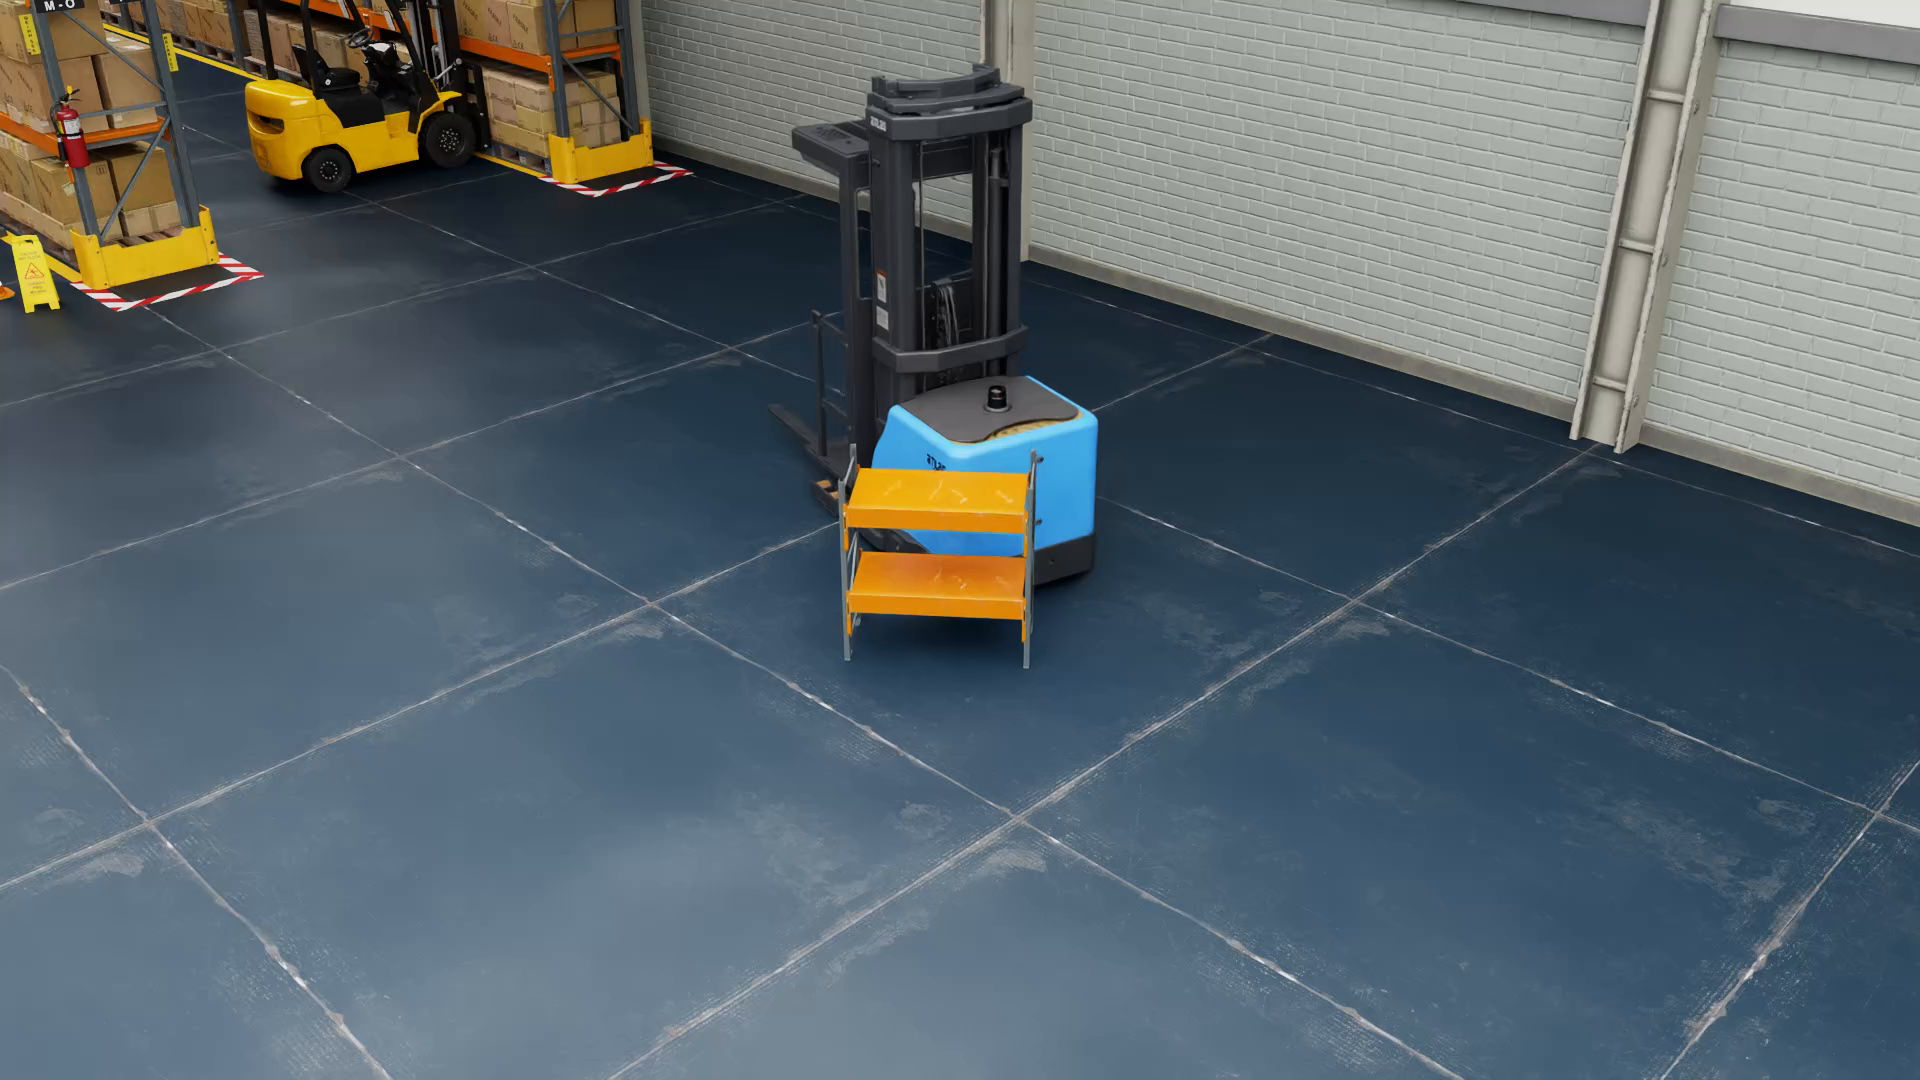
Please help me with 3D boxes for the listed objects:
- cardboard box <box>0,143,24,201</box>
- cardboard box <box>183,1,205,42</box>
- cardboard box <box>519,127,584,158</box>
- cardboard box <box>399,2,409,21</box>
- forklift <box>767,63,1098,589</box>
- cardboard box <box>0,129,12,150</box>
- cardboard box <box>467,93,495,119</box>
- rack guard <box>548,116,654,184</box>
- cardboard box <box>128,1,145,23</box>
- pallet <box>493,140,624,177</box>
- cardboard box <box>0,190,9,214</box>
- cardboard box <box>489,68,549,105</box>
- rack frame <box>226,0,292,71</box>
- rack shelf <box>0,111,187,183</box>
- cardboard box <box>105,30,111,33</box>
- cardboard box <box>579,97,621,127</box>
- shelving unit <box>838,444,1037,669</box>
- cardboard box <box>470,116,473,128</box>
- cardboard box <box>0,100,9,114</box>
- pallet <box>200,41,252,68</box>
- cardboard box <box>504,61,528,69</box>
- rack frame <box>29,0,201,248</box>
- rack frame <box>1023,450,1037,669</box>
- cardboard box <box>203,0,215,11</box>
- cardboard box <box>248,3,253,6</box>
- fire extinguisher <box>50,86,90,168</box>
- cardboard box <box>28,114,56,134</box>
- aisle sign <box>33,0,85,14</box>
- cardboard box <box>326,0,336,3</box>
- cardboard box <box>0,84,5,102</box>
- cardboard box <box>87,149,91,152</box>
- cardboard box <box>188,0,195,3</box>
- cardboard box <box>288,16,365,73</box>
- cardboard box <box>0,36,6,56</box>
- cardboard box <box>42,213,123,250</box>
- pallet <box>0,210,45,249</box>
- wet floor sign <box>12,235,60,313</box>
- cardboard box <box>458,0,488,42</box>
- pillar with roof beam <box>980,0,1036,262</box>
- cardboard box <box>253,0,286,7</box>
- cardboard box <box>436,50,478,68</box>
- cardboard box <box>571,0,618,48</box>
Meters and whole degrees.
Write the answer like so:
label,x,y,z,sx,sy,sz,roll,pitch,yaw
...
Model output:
label,x,y,z,sx,sy,sz,roll,pitch,yaw
cardboard box,-8.950,-3.614,16.091,0.500,0.500,0.500,24,36,37
cardboard box,-10.871,-7.544,24.101,0.500,0.500,0.500,-23,36,-37
cardboard box,-4.546,-4.468,18.521,0.500,0.250,0.500,25,37,39
cardboard box,-6.325,-6.404,19.592,0.500,0.500,0.500,-25,36,-38
forklift,-0.349,-1.554,10.549,1.130,2.935,3.031,-15,31,-27
cardboard box,-8.893,-3.832,15.808,0.380,0.149,0.250,-23,36,-37
cardboard box,-5.289,-5.024,19.042,0.500,0.250,0.500,24,36,37
rack guard,-3.972,-4.336,18.453,0.348,0.500,1.175,25,36,38
cardboard box,-12.359,-8.213,25.374,0.500,0.500,0.500,-23,36,-37
pallet,-4.564,-4.452,18.983,1.213,0.211,1.003,25,36,38
cardboard box,-9.319,-3.451,16.587,0.500,0.250,0.500,24,36,38
cardboard box,-4.905,-5.073,18.598,0.500,0.250,0.500,-25,36,-38
rack frame,-9.694,-8.061,22.850,0.127,3.000,1.000,25,36,38
rack shelf,-8.893,-4.136,16.160,4.000,0.370,1.077,25,36,38
cardboard box,-8.346,-4.558,15.762,0.500,0.500,0.500,24,36,37
cardboard box,-4.179,-4.863,18.735,0.500,0.250,0.500,-25,36,-38
shelving unit,-0.113,0.091,9.362,1.048,1.125,0.538,2,28,4
cardboard box,-5.630,-4.962,19.459,0.500,0.250,0.500,-24,36,-38
cardboard box,-8.844,-4.136,15.656,0.250,0.149,0.380,24,36,38
pallet,-10.200,-7.083,23.987,1.213,0.211,1.003,25,36,38
cardboard box,-4.907,-5.410,19.238,0.500,0.250,0.500,24,36,38
rack frame,-7.467,-3.802,14.751,0.127,3.000,1.000,25,36,38
rack frame,0.394,0.111,9.324,0.032,1.125,0.500,2,28,4
cardboard box,-10.440,-7.583,23.480,0.250,0.149,0.380,22,35,36
cardboard box,-10.134,-7.538,24.090,0.500,0.500,0.500,25,37,39
fire extinguisher,-7.708,-3.578,14.407,0.183,0.674,0.296,25,36,38
cardboard box,-8.142,-3.788,14.994,0.250,0.149,0.380,24,36,38
aisle sign,-7.626,-4.836,13.925,0.004,0.787,0.394,25,36,38
cardboard box,-7.747,-6.929,20.859,0.500,0.250,0.500,24,36,38
cardboard box,-8.755,-4.393,15.448,0.500,0.500,0.500,24,36,38
cardboard box,-8.241,-3.635,16.130,0.500,0.500,0.500,23,35,37
cardboard box,-10.932,-7.866,24.018,0.250,0.149,0.380,24,36,38
cardboard box,-8.307,-6.557,22.092,0.625,0.625,0.875,23,35,36
cardboard box,-8.340,-4.682,14.924,0.700,0.500,0.500,-25,37,-39
cardboard box,-8.249,-2.953,15.640,0.500,0.250,0.500,24,36,38
pallet,-8.941,-3.267,16.731,1.213,0.211,1.003,25,36,38
wet floor sign,-8.081,-2.343,14.506,0.267,0.644,0.232,-13,30,-22
cardboard box,-5.253,-5.908,18.648,0.500,0.500,0.500,24,36,37
pillar with roof beam,-2.594,-5.246,11.051,0.400,9.000,9.100,25,36,38
cardboard box,-9.847,-7.701,23.704,0.380,0.149,0.250,-23,35,-37
cardboard box,-5.996,-5.576,19.554,0.500,0.250,0.500,-24,36,-38
cardboard box,-4.148,-5.749,18.346,0.500,0.500,0.500,-24,36,-38
